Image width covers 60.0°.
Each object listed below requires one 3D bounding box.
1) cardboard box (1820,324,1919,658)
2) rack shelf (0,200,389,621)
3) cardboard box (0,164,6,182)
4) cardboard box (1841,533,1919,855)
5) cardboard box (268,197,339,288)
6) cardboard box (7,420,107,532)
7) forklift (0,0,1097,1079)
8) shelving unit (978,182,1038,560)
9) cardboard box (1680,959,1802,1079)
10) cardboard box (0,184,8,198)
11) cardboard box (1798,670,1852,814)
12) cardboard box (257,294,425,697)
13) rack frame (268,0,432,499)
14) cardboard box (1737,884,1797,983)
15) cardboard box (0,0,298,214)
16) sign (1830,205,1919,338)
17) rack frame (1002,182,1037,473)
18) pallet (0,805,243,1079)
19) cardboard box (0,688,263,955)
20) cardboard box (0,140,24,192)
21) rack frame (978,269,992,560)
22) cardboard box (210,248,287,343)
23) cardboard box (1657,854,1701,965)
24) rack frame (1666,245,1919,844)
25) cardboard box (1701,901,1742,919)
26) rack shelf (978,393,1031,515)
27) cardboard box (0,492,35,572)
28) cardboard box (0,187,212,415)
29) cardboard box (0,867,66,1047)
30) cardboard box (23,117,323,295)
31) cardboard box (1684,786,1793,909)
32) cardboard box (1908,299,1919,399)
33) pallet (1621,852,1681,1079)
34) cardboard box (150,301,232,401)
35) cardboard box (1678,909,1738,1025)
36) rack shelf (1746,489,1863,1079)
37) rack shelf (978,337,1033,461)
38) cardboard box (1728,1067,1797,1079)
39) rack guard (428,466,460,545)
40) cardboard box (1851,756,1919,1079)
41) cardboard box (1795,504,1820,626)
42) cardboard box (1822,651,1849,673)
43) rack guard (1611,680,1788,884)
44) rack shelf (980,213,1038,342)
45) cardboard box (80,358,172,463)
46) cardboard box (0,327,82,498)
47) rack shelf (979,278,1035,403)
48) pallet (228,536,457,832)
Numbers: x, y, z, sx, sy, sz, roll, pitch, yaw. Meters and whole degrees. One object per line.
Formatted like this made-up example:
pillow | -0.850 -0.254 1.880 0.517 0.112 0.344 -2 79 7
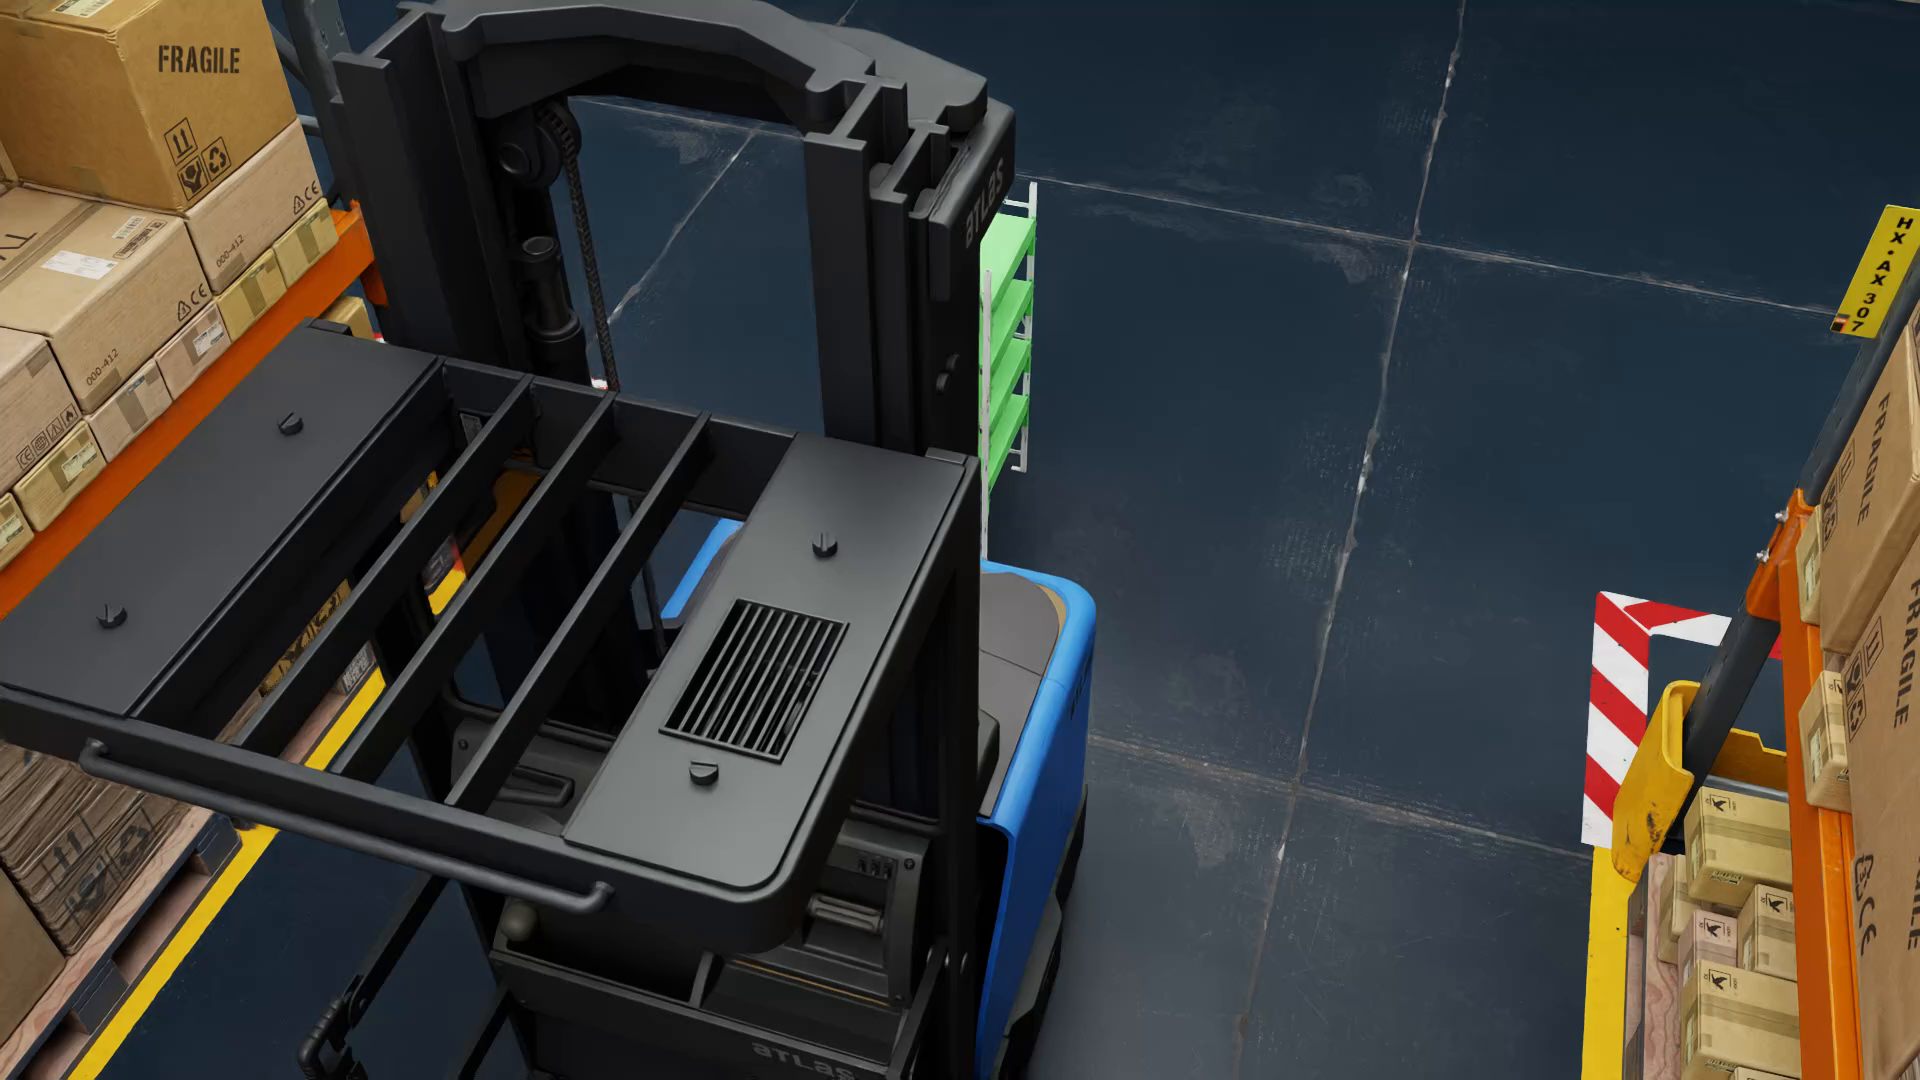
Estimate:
cardboard box | 2.098 -0.049 3.371 0.500 0.500 0.500 15 46 14
rack shelf | -2.805 0.325 3.788 1.077 0.370 4.000 13 46 13
cardboard box | -2.753 -0.990 3.976 0.500 0.500 0.500 12 46 12
cardboard box | 1.960 0.313 3.001 0.500 0.500 0.500 13 46 13
cardboard box | -1.993 -0.869 4.673 0.380 0.149 0.250 13 46 13
cardboard box | -2.301 -0.188 3.977 0.380 0.149 0.250 12 46 12
forklift | -0.578 0.709 2.930 1.130 2.935 3.031 13 46 12
shelving unit | 0.050 -0.539 5.443 0.258 1.200 0.503 13 46 12
cardboard box | 1.848 1.136 3.757 0.380 0.149 0.250 12 46 12
cardboard box | -2.753 -0.708 4.223 0.500 0.250 0.500 12 46 12
cardboard box | 1.917 0.435 3.340 0.380 0.149 0.250 11 46 11
cardboard box | -2.317 -0.213 5.042 0.875 0.875 0.875 13 46 13
rack frame | -2.199 -1.266 4.899 1.000 3.000 0.127 13 46 13
cardboard box | 2.046 0.995 3.901 0.380 0.149 0.250 13 46 13
cardboard box | -2.096 -1.206 4.196 0.500 0.500 0.500 13 46 13
sign | 1.980 -0.572 3.571 0.100 0.325 0.005 13 46 13
rack frame | 0.124 -0.702 5.609 0.240 1.200 0.015 13 46 12
pallet | -2.738 1.091 4.484 1.003 0.211 1.213 13 46 12
cardboard box | -2.592 0.394 4.422 0.875 0.875 0.875 13 46 13
cardboard box | -2.602 -1.055 4.578 0.500 0.250 0.500 11 46 11
rack frame | -0.024 -0.377 5.277 0.240 1.200 0.015 13 46 12
cardboard box | -2.070 -0.695 4.495 0.380 0.149 0.250 13 46 13
cardboard box | 2.034 1.003 4.319 0.380 0.149 0.250 13 46 13
rack frame | 2.497 -0.148 3.756 1.000 3.000 0.127 13 46 13
cardboard box | 2.094 0.910 4.201 0.380 0.149 0.250 14 46 14
rack shelf | 0.050 -0.322 5.656 0.258 0.148 0.480 13 46 12
cardboard box | -2.379 -0.015 3.800 0.380 0.149 0.250 13 46 13
cardboard box | -2.247 -0.601 4.114 0.500 0.250 0.500 12 46 12
cardboard box | -2.862 0.987 3.815 0.875 0.875 0.875 13 46 13
cardboard box | -2.093 -0.939 4.459 0.500 0.250 0.500 12 46 12
cardboard box | 2.015 0.786 4.115 0.380 0.149 0.250 11 45 11
cardboard box | 2.108 -0.404 3.019 0.500 0.500 0.500 12 46 12
pallet | 2.195 1.434 4.134 1.003 0.211 1.213 13 46 13
cardboard box | -2.148 -0.527 4.324 0.380 0.149 0.250 13 46 13
cardboard box | 1.957 1.080 4.027 0.380 0.149 0.250 12 46 12
rack shelf | 1.892 1.443 2.645 1.077 0.370 4.000 13 46 13
rack shelf | 0.050 -0.494 5.488 0.258 0.148 0.480 13 46 12
cardboard box | 1.851 1.319 3.570 0.380 0.149 0.250 10 45 11
rack guard | -2.192 -0.388 5.789 1.175 0.500 0.348 13 46 13
cardboard box | 1.800 0.637 2.670 0.500 0.500 0.500 13 46 13
cardboard box | 2.087 0.089 3.694 0.380 0.149 0.250 12 46 12
cardboard box | 2.049 0.267 3.512 0.380 0.149 0.250 14 46 14
rack guard | 2.474 0.796 4.579 1.175 0.500 0.348 13 46 13
rack shelf | 0.050 -0.837 5.152 0.258 0.148 0.480 13 46 12
cardboard box | -2.224 -0.361 4.154 0.380 0.149 0.250 13 46 13
cardboard box | -2.401 -0.262 3.767 0.500 0.250 0.500 11 45 11
rack shelf | 0.050 -0.665 5.320 0.258 0.148 0.480 13 46 12
pallet | -2.367 0.281 5.312 1.003 0.211 1.213 13 46 13
